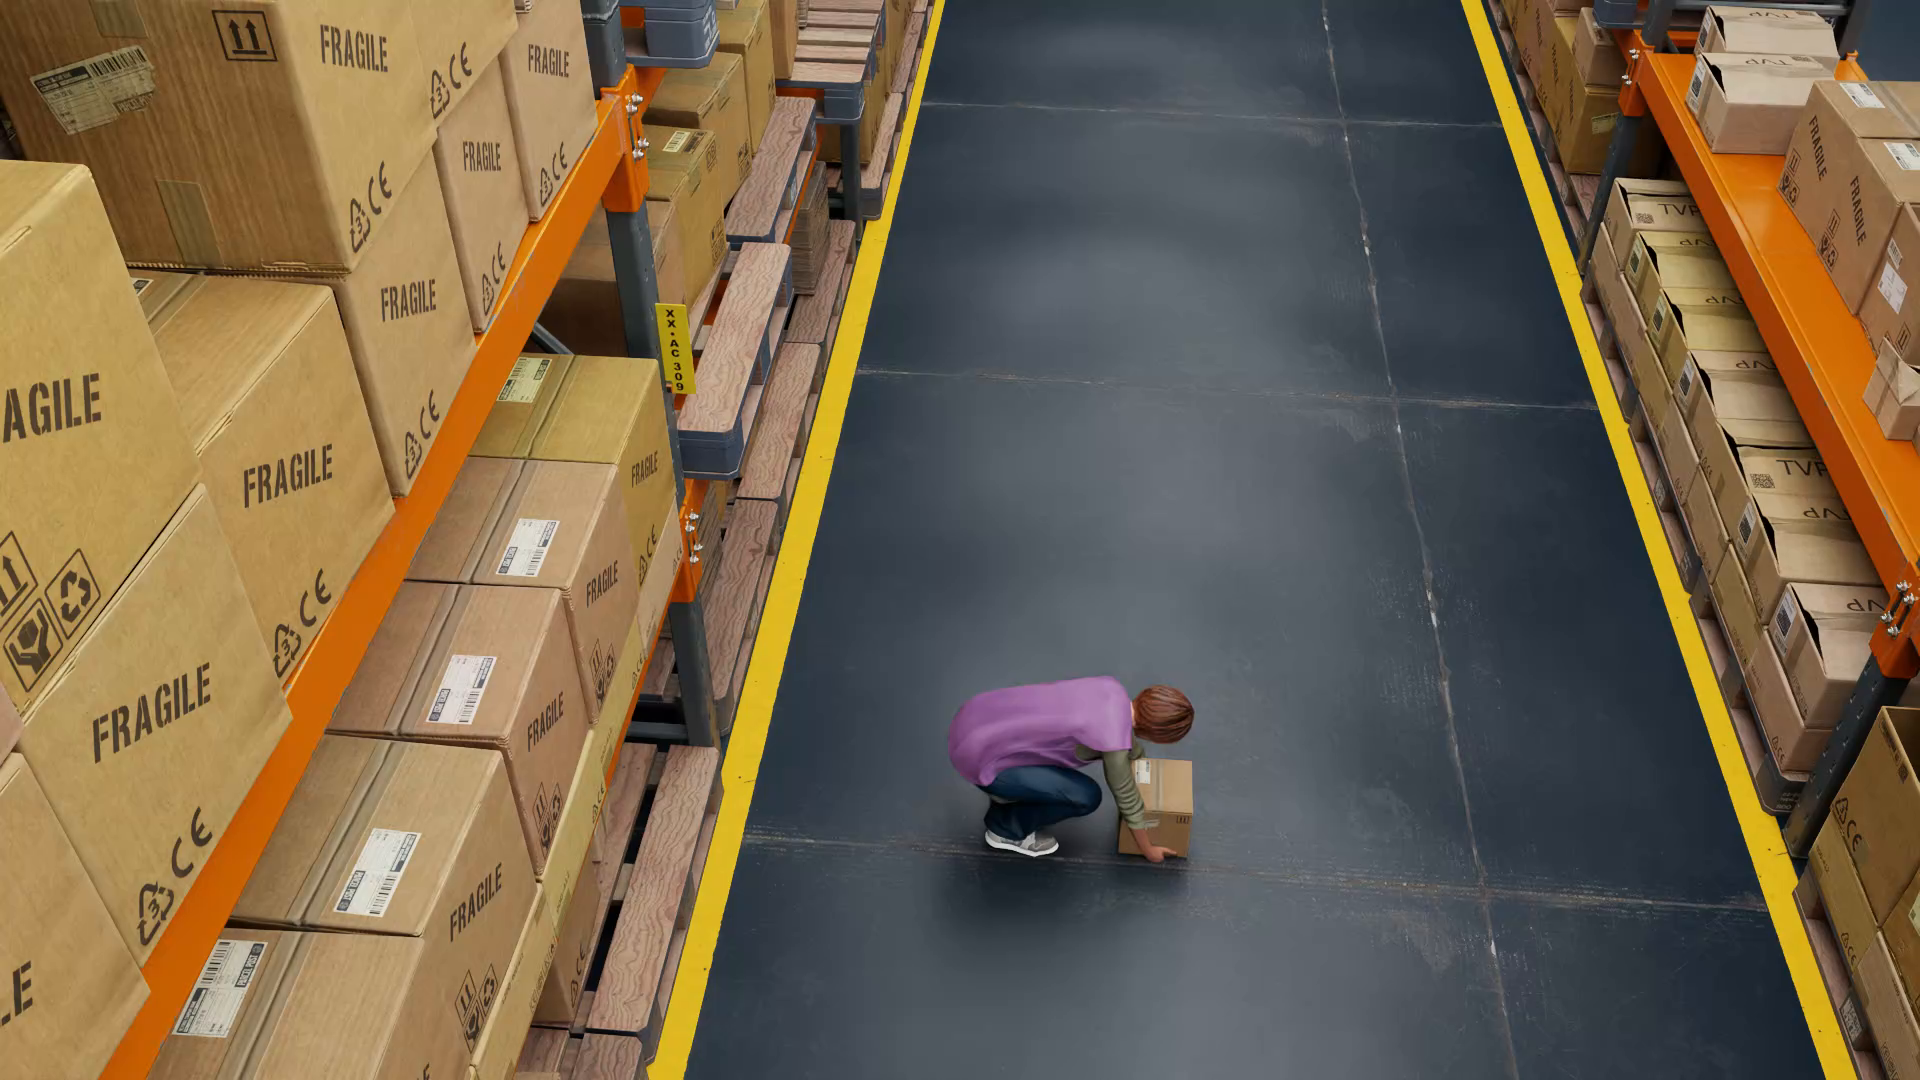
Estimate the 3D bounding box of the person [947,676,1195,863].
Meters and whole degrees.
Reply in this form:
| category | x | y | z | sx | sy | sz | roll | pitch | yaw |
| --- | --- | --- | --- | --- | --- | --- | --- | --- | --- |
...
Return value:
| category | x | y | z | sx | sy | sz | roll | pitch | yaw |
| --- | --- | --- | --- | --- | --- | --- | --- | --- | --- |
| person | 0.385 | 0.800 | 5.953 | 0.860 | 0.697 | 0.423 | 2 | 41 | 3 |
